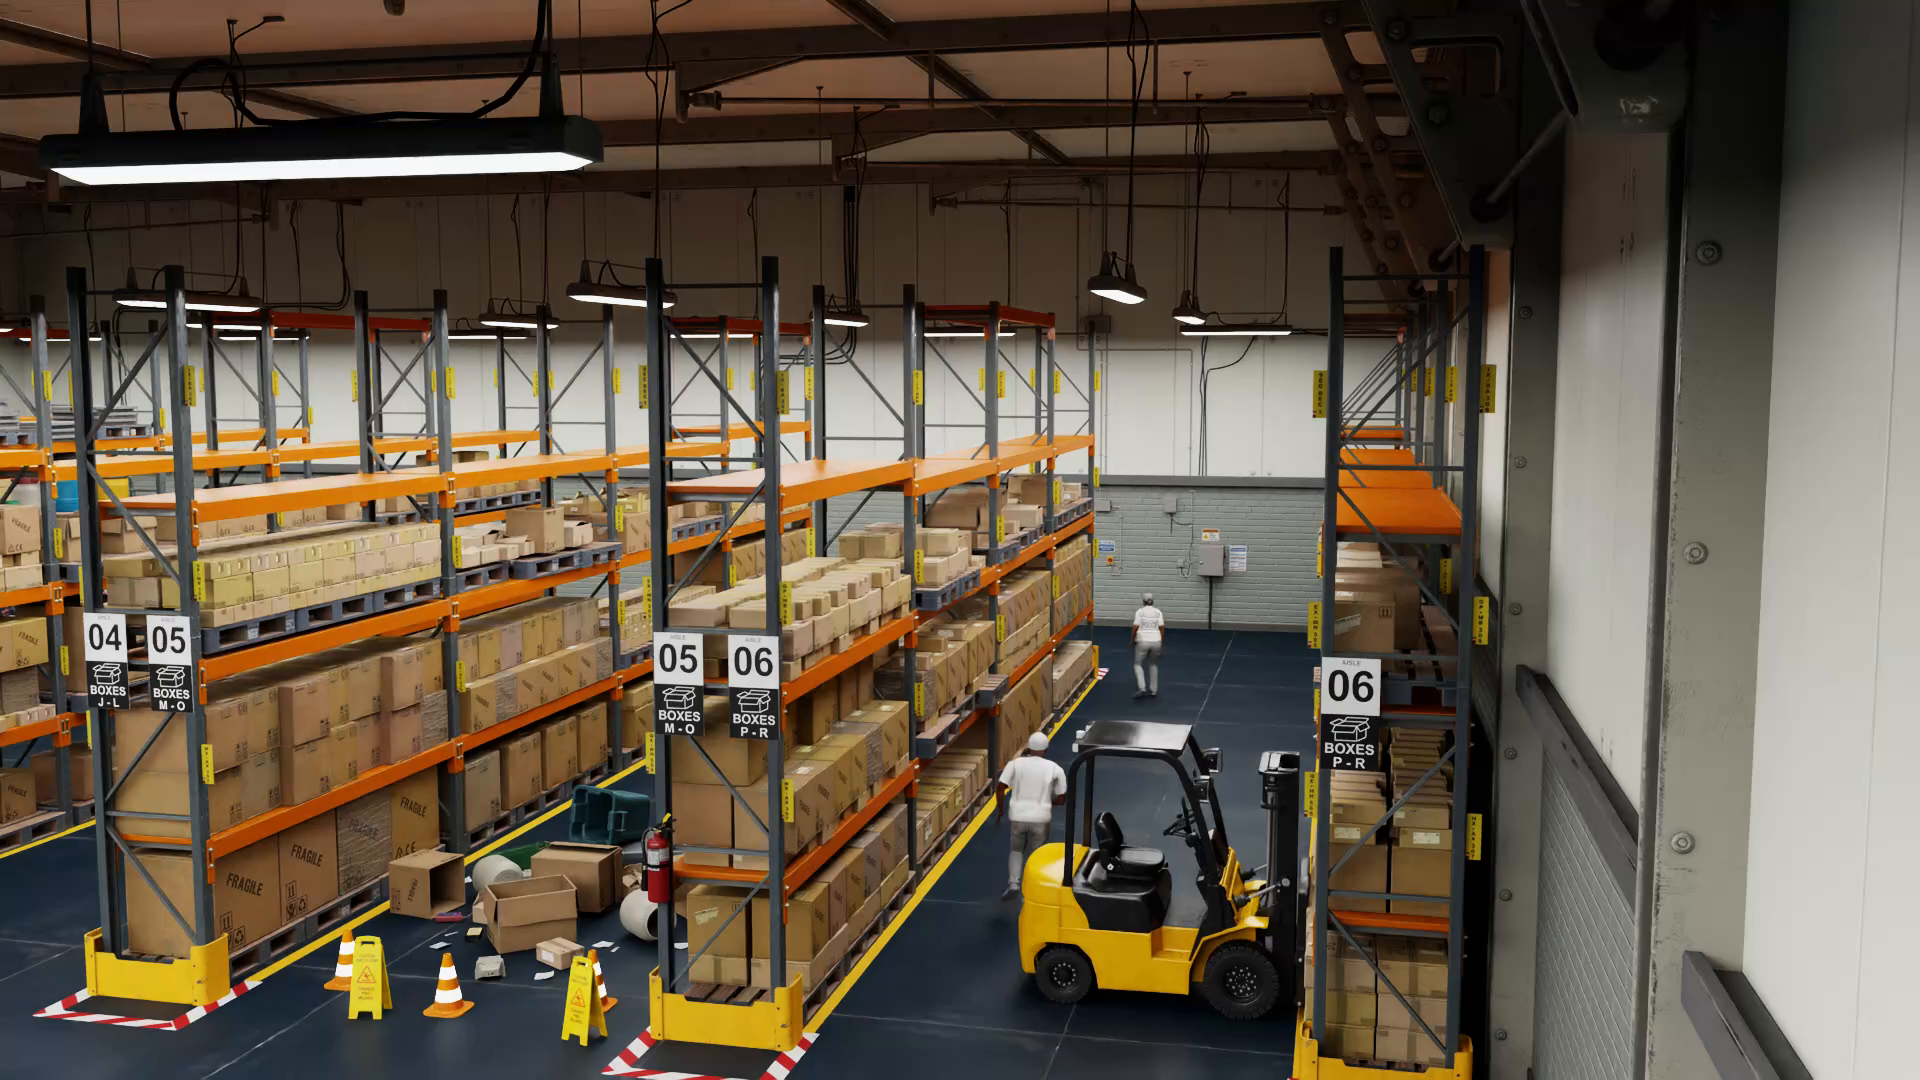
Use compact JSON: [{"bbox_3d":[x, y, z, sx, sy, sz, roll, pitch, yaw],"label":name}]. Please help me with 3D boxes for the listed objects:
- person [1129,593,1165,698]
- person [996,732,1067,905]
[{"bbox_3d":[3.004,1.675,26.549,0.570,1.642,0.635,-1,6,-13],"label":"person"},{"bbox_3d":[0.693,2.713,16.191,0.694,1.660,0.770,2,6,15],"label":"person"}]
